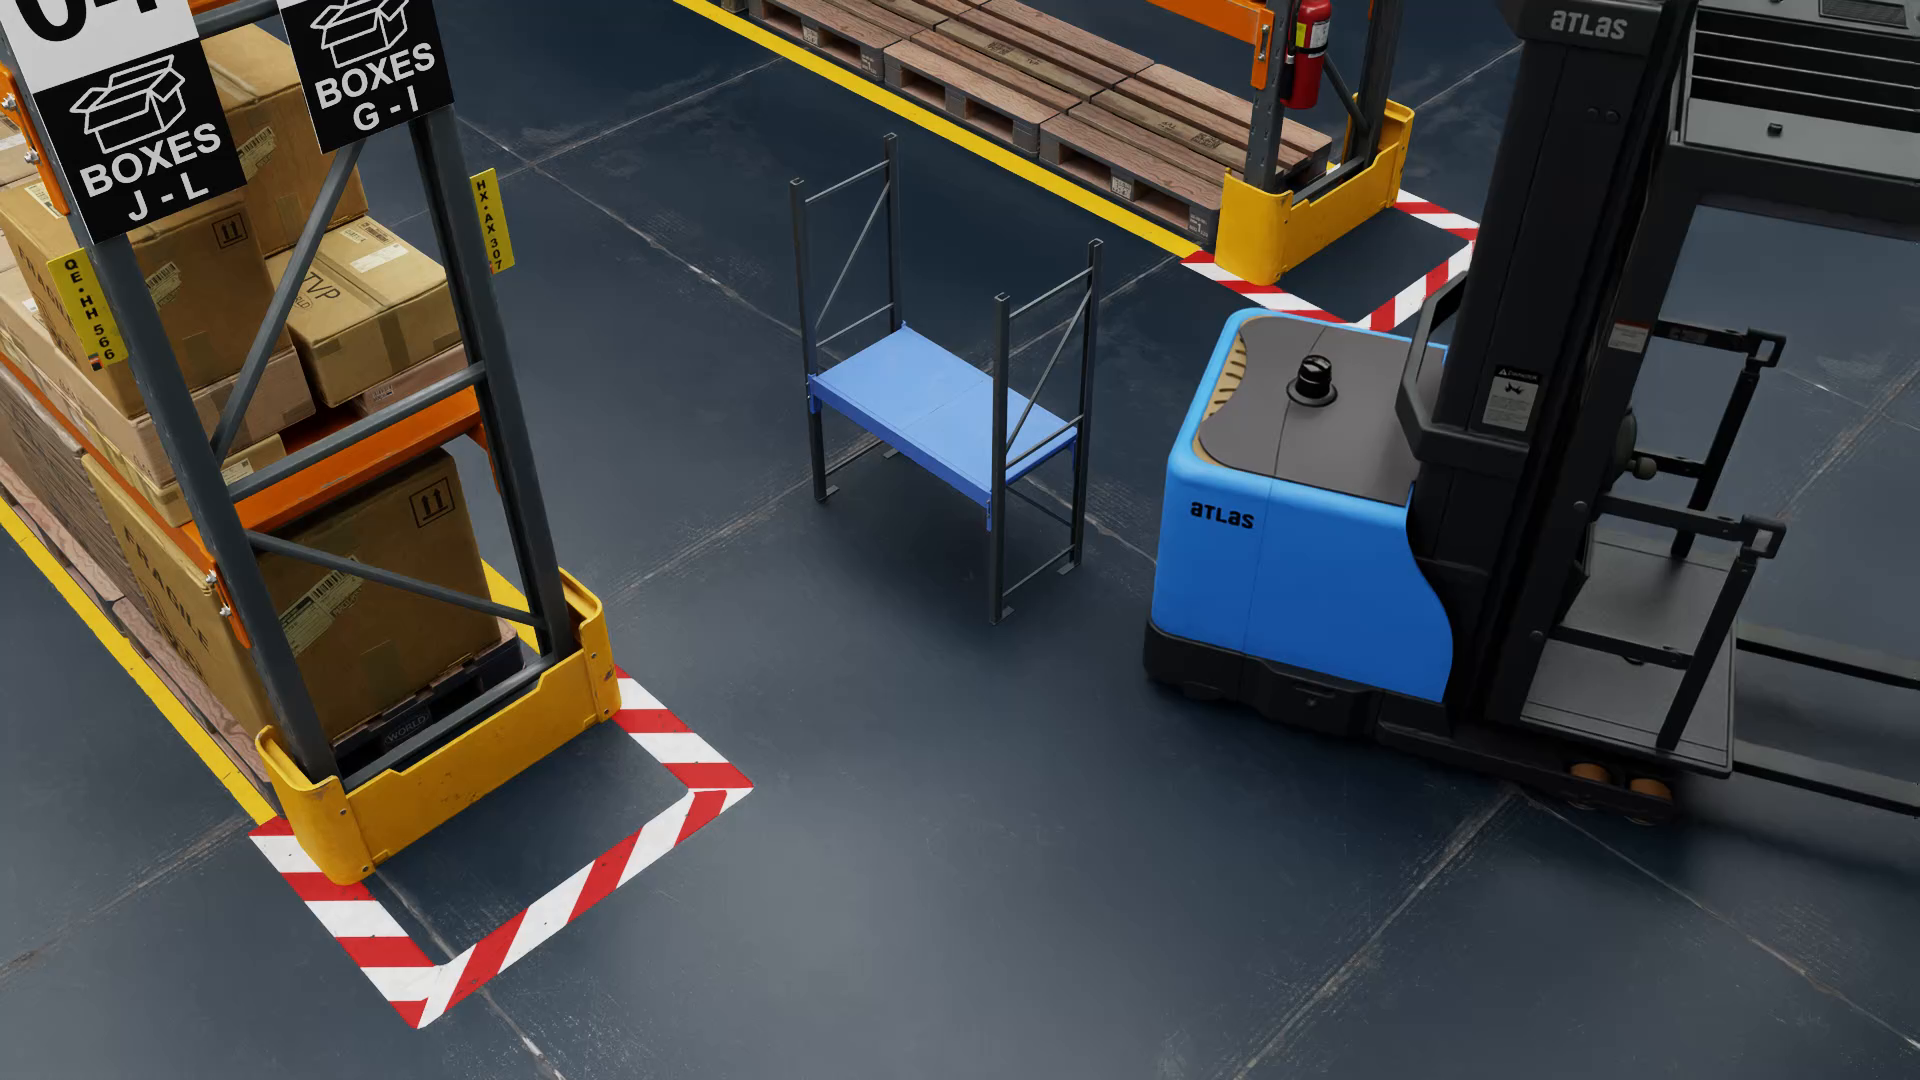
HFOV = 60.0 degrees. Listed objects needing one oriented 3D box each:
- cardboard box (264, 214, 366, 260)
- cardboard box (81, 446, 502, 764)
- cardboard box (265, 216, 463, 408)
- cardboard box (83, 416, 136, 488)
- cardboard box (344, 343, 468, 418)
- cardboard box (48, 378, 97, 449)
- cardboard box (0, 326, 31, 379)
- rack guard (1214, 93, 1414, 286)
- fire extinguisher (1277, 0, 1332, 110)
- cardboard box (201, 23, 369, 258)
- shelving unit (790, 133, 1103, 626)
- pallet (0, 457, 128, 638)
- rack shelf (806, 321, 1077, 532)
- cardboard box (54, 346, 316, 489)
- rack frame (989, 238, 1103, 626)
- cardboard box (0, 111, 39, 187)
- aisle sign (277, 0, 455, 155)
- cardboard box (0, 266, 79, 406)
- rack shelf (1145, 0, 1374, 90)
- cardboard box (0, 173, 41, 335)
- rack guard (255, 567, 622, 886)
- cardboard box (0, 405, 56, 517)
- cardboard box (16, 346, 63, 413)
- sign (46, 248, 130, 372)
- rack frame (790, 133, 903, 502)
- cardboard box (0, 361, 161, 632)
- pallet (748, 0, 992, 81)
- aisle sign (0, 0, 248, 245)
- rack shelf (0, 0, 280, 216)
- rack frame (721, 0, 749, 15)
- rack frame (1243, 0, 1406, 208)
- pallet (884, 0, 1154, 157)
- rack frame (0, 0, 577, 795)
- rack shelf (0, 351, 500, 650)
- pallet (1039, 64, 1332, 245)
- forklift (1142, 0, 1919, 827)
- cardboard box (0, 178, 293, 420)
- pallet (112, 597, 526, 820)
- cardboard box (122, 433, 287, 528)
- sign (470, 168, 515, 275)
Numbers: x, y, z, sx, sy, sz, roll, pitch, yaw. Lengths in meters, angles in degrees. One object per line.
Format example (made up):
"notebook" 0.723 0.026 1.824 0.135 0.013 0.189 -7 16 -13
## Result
"cardboard box" -2.285 -0.972 5.483 0.500 0.250 0.500 34 52 31
"cardboard box" -2.274 0.046 5.746 0.875 0.875 0.875 -34 53 -31
"cardboard box" -1.913 -0.725 5.216 0.500 0.250 0.500 33 52 30
"cardboard box" -2.434 -0.356 5.110 0.380 0.149 0.250 -34 52 -31
"cardboard box" -1.782 -0.547 5.317 0.380 0.149 0.250 -33 52 -31
"cardboard box" -2.612 -0.478 5.242 0.380 0.149 0.250 -34 52 -31
"cardboard box" -2.972 -0.722 5.506 0.250 0.149 0.380 33 52 31
"rack guard" 1.768 -1.761 8.288 1.175 0.500 0.348 -34 53 -31
"fire extinguisher" 1.526 -2.229 7.284 0.296 0.674 0.183 -34 53 -31
"cardboard box" -2.266 -1.241 5.221 0.500 0.500 0.500 33 52 30
"shelving unit" -0.060 -0.592 6.285 0.538 1.500 1.048 -34 53 -31
"pallet" -3.242 -0.220 6.832 1.003 0.211 1.213 -34 53 -31
"rack shelf" -0.060 -0.460 6.407 0.538 0.185 1.000 -34 53 -31
"cardboard box" -2.295 -0.471 4.941 0.500 0.250 0.500 33 52 31
"rack frame" 0.299 -0.348 6.021 0.500 1.500 0.032 -34 53 -31
"cardboard box" -3.383 -1.208 5.738 0.500 0.250 0.500 -34 52 -31
"aisle sign" -1.502 -1.375 4.112 0.394 0.787 0.004 -34 53 -31
"cardboard box" -2.653 -0.715 5.205 0.500 0.250 0.500 33 52 31
"rack shelf" 0.329 -3.382 8.729 1.077 0.370 4.000 -34 53 -31
"cardboard box" -3.013 -0.959 5.469 0.500 0.250 0.500 32 52 30
"rack guard" -1.748 0.619 5.712 1.175 0.500 0.348 -34 53 -31
"cardboard box" -3.545 -0.819 6.682 0.875 0.875 0.875 -34 53 -31
"cardboard box" -2.787 -0.598 5.372 0.380 0.149 0.250 -33 52 -31
"sign" -2.159 -0.570 4.129 0.100 0.325 0.005 -34 53 -31
"rack frame" -0.419 -0.836 6.550 0.500 1.500 0.032 -34 53 -31
"cardboard box" -2.916 -0.391 6.219 0.875 0.875 0.875 -34 53 -31
"pallet" -0.536 -3.248 10.109 1.003 0.211 1.213 -34 53 -31
"aisle sign" -1.927 -1.087 3.801 0.394 0.787 0.004 -34 53 -31
"rack shelf" -3.177 -2.109 5.142 1.077 0.370 4.000 -34 53 -31
"rack frame" -1.083 -4.607 9.525 1.000 3.000 0.127 -34 53 -31
"rack frame" 1.742 -2.685 7.445 1.000 3.000 0.127 -34 53 -31
"pallet" 0.329 -2.662 9.475 1.003 0.211 1.213 -34 53 -31
"rack frame" -1.765 -0.311 4.876 1.000 3.000 0.127 -34 53 -31
"rack shelf" -3.177 -1.008 6.160 1.077 0.370 4.000 -34 53 -31
"pallet" 1.187 -2.075 8.841 1.003 0.211 1.213 -34 53 -31
"forklift" 2.247 -0.510 5.142 3.031 2.935 1.130 14 45 15
"cardboard box" -2.295 -0.749 4.689 0.500 0.500 0.500 -33 52 -31
"pallet" -2.385 0.367 6.198 1.003 0.211 1.213 -34 53 -31
"cardboard box" -2.250 -0.232 4.976 0.380 0.149 0.250 -33 52 -31
"sign" -1.368 -0.921 4.840 0.100 0.325 0.005 -34 53 -31
